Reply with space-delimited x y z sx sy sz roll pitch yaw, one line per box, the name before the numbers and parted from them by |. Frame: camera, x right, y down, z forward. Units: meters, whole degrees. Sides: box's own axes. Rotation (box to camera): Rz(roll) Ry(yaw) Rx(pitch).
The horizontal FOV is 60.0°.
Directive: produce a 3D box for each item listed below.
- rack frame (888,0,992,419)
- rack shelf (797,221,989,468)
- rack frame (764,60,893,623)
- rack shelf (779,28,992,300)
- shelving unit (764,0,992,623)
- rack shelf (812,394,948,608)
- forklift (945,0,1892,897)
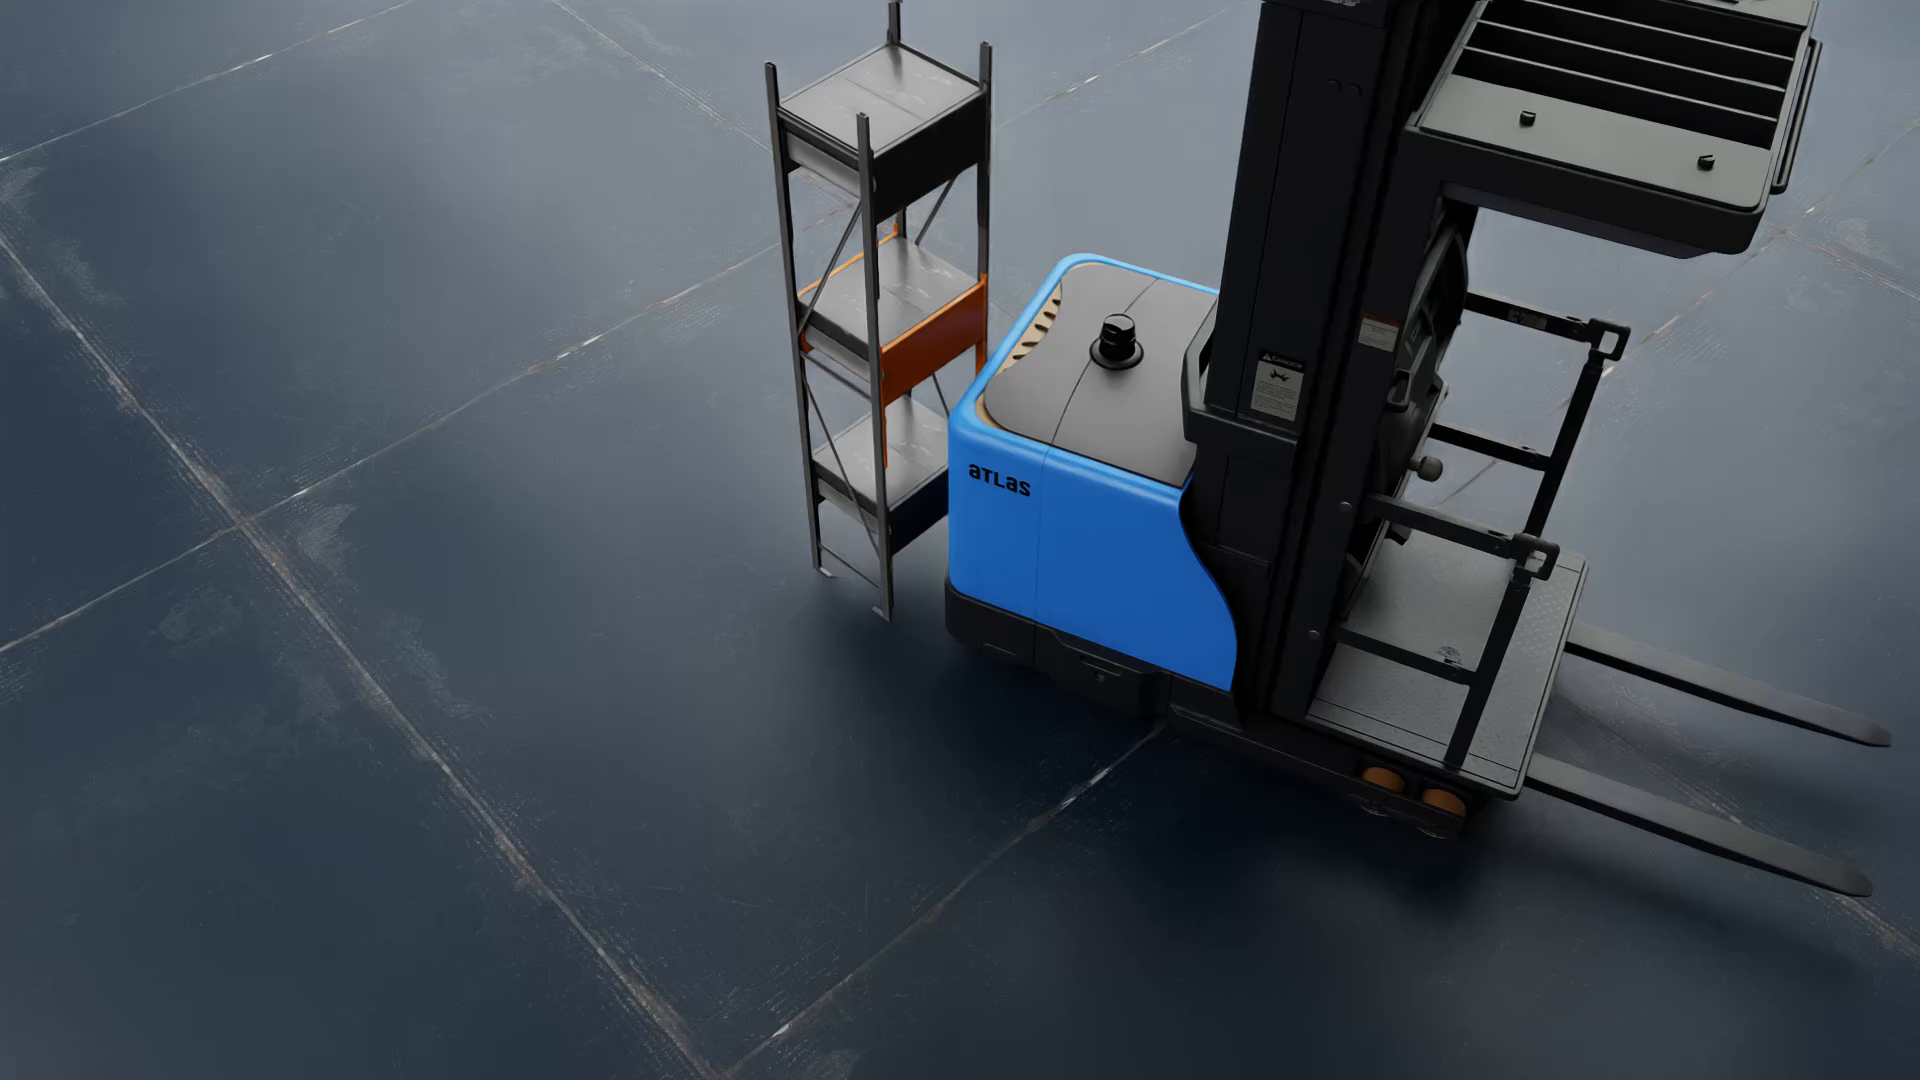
rack frame | -0.060 -0.779 5.540 0.400 2.100 0.015 35 56 28
rack shelf | -0.227 -0.639 5.429 0.431 0.518 0.480 35 56 28
rack frame | -0.394 -0.517 5.299 0.400 2.100 0.015 35 56 28
rack shelf | -0.227 -1.114 4.915 0.431 0.518 0.480 35 56 28
shelving unit | -0.227 -0.648 5.419 0.431 2.100 0.503 35 56 28
rack shelf | -0.227 -0.164 5.944 0.431 0.518 0.480 35 56 28
forklift | 1.503 -0.483 4.701 3.031 2.935 1.130 20 50 17
